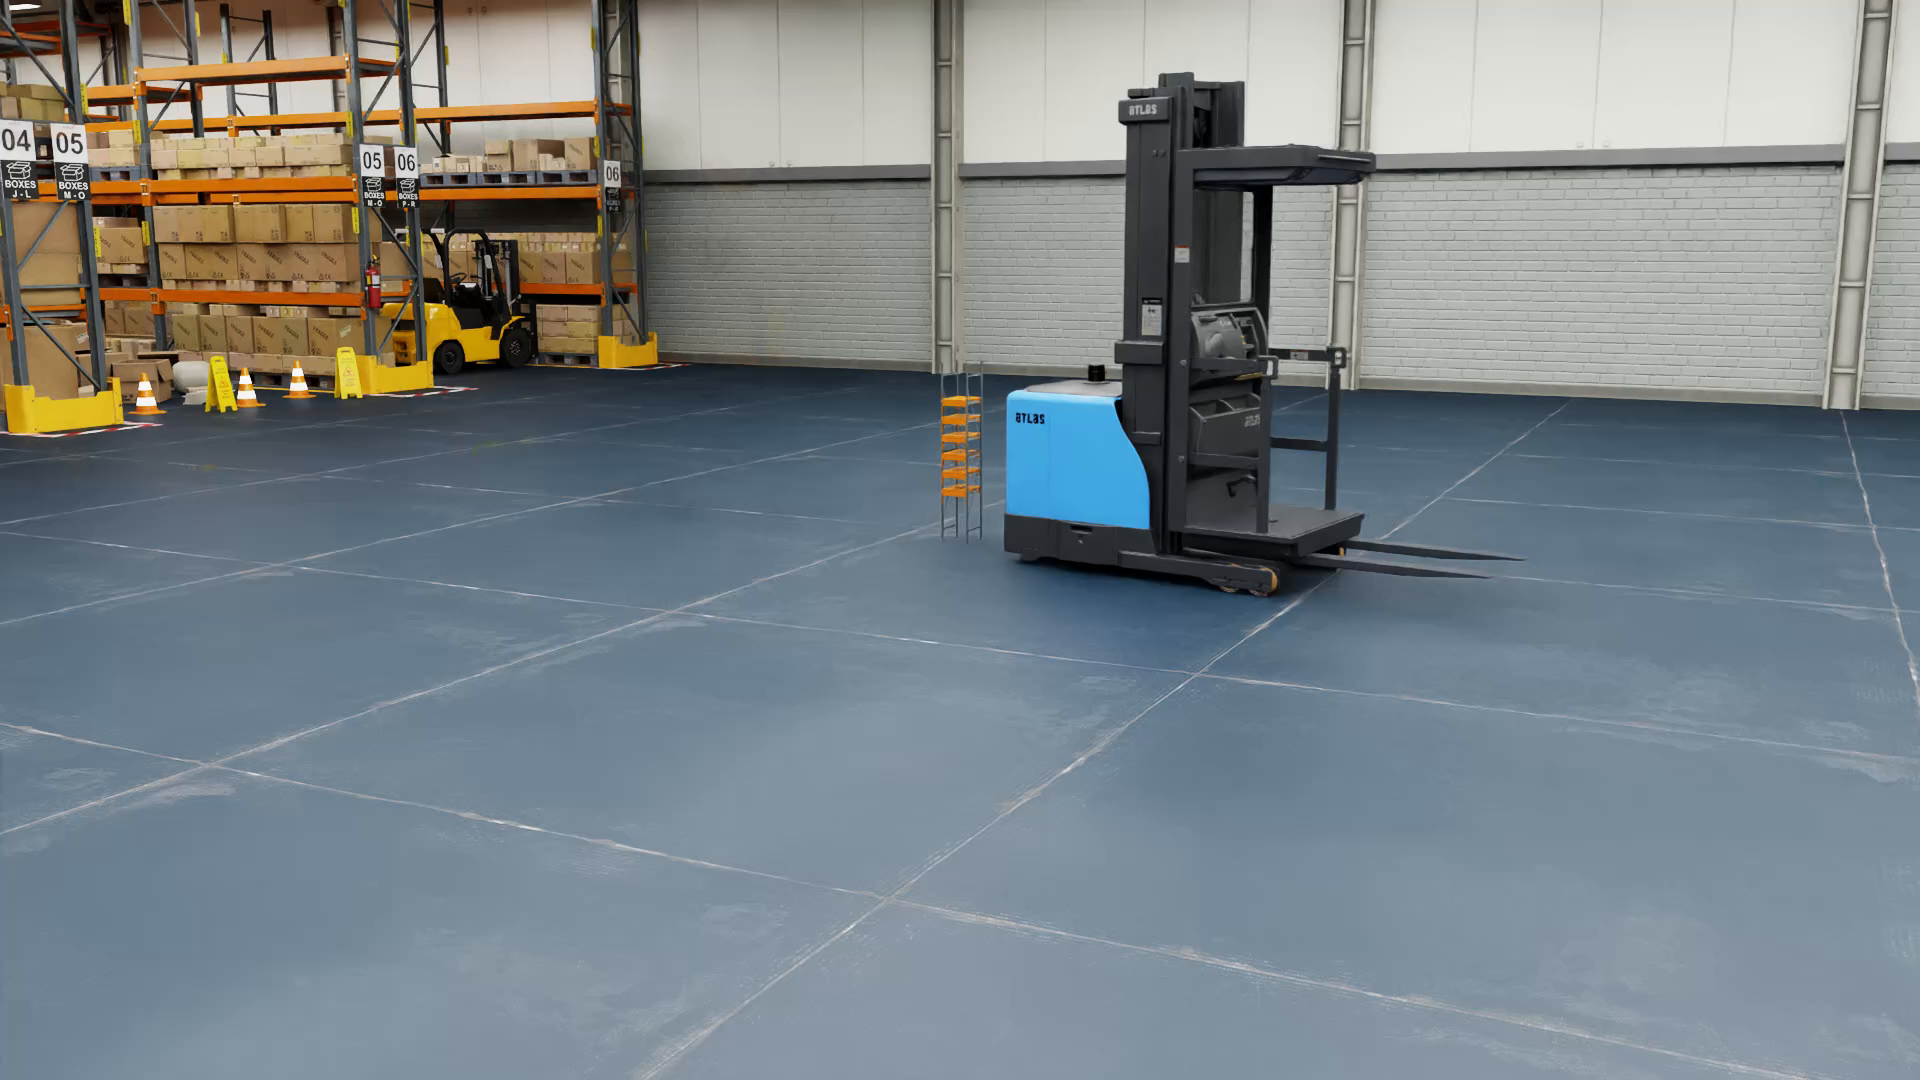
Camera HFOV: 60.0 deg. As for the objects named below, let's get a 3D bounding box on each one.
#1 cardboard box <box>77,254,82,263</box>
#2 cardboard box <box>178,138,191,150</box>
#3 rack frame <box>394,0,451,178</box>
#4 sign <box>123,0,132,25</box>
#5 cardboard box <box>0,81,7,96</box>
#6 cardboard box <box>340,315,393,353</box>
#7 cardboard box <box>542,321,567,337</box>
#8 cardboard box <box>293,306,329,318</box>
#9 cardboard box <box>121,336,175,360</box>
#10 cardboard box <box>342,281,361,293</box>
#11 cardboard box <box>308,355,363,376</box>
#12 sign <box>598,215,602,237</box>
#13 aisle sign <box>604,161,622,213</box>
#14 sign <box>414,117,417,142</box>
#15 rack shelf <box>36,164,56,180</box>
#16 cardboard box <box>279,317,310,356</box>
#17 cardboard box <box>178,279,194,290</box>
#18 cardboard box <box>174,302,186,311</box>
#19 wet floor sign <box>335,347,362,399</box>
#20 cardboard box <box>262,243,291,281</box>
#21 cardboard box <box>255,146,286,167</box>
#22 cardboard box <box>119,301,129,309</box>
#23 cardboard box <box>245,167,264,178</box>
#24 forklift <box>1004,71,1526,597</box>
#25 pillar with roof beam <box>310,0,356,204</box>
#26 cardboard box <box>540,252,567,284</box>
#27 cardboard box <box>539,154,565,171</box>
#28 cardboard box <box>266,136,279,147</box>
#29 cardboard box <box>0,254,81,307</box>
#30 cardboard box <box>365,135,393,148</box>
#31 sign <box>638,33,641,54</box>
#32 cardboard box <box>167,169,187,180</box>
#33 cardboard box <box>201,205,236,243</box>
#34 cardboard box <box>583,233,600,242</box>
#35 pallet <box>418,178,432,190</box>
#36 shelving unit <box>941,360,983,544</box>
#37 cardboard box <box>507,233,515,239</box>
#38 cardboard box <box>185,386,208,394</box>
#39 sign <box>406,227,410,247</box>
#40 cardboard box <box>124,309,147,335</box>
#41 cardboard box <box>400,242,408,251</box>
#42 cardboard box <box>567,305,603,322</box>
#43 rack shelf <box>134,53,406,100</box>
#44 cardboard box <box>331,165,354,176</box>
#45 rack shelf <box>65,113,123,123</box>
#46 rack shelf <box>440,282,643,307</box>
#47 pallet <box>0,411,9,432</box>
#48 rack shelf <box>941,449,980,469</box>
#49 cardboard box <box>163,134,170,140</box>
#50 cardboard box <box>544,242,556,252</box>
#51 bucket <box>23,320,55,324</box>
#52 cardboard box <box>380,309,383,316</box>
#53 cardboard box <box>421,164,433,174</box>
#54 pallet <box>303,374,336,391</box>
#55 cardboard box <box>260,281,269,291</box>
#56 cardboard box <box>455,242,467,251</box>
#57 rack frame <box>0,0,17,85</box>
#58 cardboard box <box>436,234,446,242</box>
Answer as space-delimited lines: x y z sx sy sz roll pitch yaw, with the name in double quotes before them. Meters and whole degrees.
"cardboard box" -12.543 -4.283 24.180 0.500 0.500 0.500 5 12 28
"cardboard box" -10.505 -5.431 22.858 0.250 0.149 0.380 5 11 24
"rack frame" -8.929 -7.546 27.657 0.127 3.000 1.000 5 11 26
"sign" -11.362 -7.201 22.685 0.005 0.325 0.100 5 11 26
"cardboard box" -10.086 -4.660 17.141 0.250 0.149 0.380 5 11 26
"cardboard box" -8.157 -2.818 22.813 0.500 0.500 0.500 5 11 24
"cardboard box" -6.361 -3.408 26.776 0.500 0.250 0.500 5 11 25
"cardboard box" -8.727 -3.067 22.370 0.250 0.149 0.380 5 12 27
"cardboard box" -11.593 -2.755 24.232 0.625 0.372 0.950 5 11 27
"cardboard box" -7.964 -3.357 22.064 0.250 0.149 0.380 5 12 28
"cardboard box" -8.400 -2.362 22.400 0.500 0.250 0.500 5 11 26
"sign" -5.594 -4.880 25.852 0.005 0.325 0.100 5 11 26
"aisle sign" -5.412 -5.506 25.930 0.004 0.787 0.394 5 11 26
"sign" -7.294 -5.479 22.201 0.005 0.325 0.100 5 11 26
"rack shelf" -11.428 -3.967 18.323 4.000 0.370 1.077 5 11 26
"cardboard box" -8.838 -2.770 22.551 0.500 0.500 0.500 6 12 28
"cardboard box" -10.731 -3.590 23.347 0.250 0.149 0.380 5 12 27
"cardboard box" -14.247 -4.312 30.654 0.250 0.149 0.380 4 11 23
"wet floor sign" -7.837 -2.141 21.250 0.267 0.644 0.232 -10 14 -43
"cardboard box" -9.037 -3.760 22.468 0.500 0.500 0.500 5 11 26
"cardboard box" -9.030 -5.112 22.214 0.500 0.250 0.500 5 12 27
"cardboard box" -15.616 -4.440 31.358 0.250 0.149 0.380 5 11 24
"cardboard box" -9.375 -4.936 22.361 0.250 0.149 0.380 5 11 25
"forklift" 1.776 -1.227 9.782 3.031 2.935 1.130 7 12 34
"pillar with roof beam" -12.853 -7.215 25.827 0.548 9.000 9.100 5 11 26
"cardboard box" -6.360 -4.367 26.657 0.500 0.500 0.500 5 12 28
"cardboard box" -6.446 -5.981 26.351 0.258 0.266 0.396 5 11 26
"cardboard box" -9.064 -5.327 22.285 0.250 0.149 0.380 5 11 24
"cardboard box" -9.987 -2.783 17.764 0.550 0.550 0.875 5 11 26
"cardboard box" -7.763 -5.291 22.086 0.250 0.149 0.380 5 11 25
"sign" -5.090 -7.857 26.305 0.005 0.325 0.100 5 11 26
"cardboard box" -10.742 -5.060 23.047 0.250 0.149 0.380 5 11 26
"cardboard box" -9.936 -4.332 22.818 0.500 0.500 0.700 5 11 25
"cardboard box" -5.756 -4.788 26.326 0.250 0.149 0.380 5 11 26
"pallet" -9.725 -6.043 28.313 1.217 0.209 0.805 5 11 24
"shelving unit" 0.013 -0.589 11.117 0.189 1.200 0.258 5 11 26
"cardboard box" -7.134 -4.908 26.989 0.250 0.149 0.380 5 11 27
"cardboard box" -9.603 -1.864 21.109 0.380 0.149 0.250 -7 12 -33
"sign" -9.160 -5.037 27.612 0.005 0.325 0.100 5 11 26
"cardboard box" -15.287 -4.087 31.227 0.500 0.500 0.500 5 11 25
"cardboard box" -9.333 -4.954 28.077 0.250 0.149 0.380 5 12 28
"cardboard box" -5.892 -3.611 26.493 0.500 0.250 0.500 5 12 28
"rack shelf" -9.328 -6.240 22.468 4.000 0.370 1.077 5 11 26
"cardboard box" -7.978 -4.822 21.731 0.250 0.149 0.380 5 11 26
"rack shelf" -17.896 -7.978 32.075 4.000 0.370 1.077 5 11 26
"rack shelf" -7.135 -4.082 27.384 4.000 0.370 1.077 5 11 26
"pallet" -10.386 -1.366 18.183 1.213 0.211 1.003 5 11 26
"rack shelf" 0.013 -0.546 11.125 0.180 0.103 0.258 5 11 26
"cardboard box" -11.920 -5.804 24.290 0.500 0.250 0.500 5 11 25
"cardboard box" -6.442 -4.697 26.656 0.250 0.149 0.380 5 11 25
"bucket" -12.079 -2.497 21.528 0.726 0.611 0.620 -10 4 -43
"cardboard box" -9.401 -3.671 28.582 0.625 0.625 0.875 6 12 28
"cardboard box" -8.661 -6.118 27.436 0.250 0.149 0.380 5 12 27
"pallet" -8.315 -2.189 22.734 1.213 0.211 1.003 5 11 26
"cardboard box" -9.327 -3.481 22.747 0.250 0.149 0.380 5 11 26
"cardboard box" -8.092 -4.828 27.380 0.250 0.149 0.380 5 12 27
"rack frame" -14.709 -7.068 25.016 0.127 3.000 1.000 5 11 26
"cardboard box" -8.492 -5.033 27.679 0.250 0.149 0.380 5 11 27
